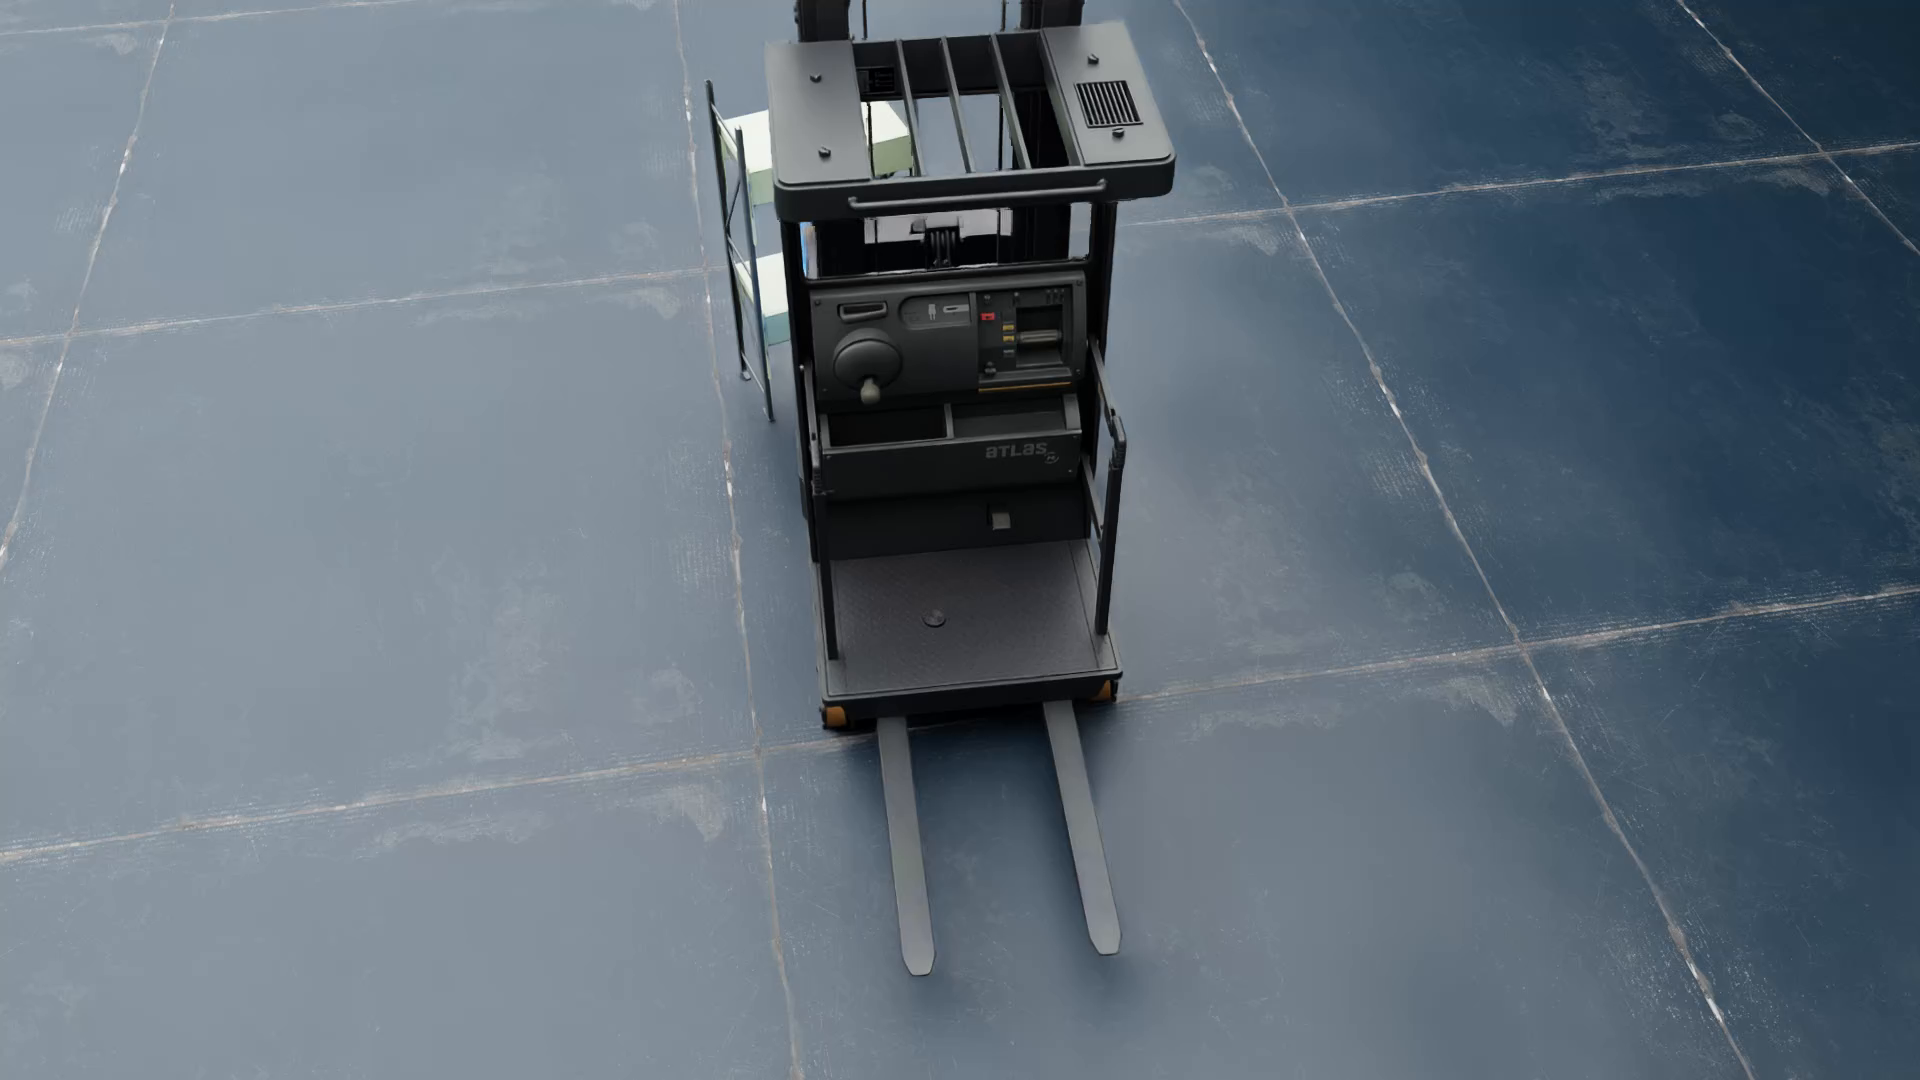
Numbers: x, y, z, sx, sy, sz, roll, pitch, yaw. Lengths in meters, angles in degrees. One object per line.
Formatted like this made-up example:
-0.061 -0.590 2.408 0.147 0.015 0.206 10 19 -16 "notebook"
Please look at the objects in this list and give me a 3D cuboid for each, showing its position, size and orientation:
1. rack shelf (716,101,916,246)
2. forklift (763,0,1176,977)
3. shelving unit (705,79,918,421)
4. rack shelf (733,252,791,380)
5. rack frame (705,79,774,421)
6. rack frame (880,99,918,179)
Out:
-0.593 -1.565 6.867 0.720 0.370 0.431 -18 49 -16 "rack shelf"
-0.005 -0.584 5.471 1.130 2.935 3.031 -5 46 -5 "forklift"
-0.593 -1.294 7.148 0.755 1.500 0.431 -18 49 -16 "shelving unit"
-0.593 -1.068 7.383 0.720 0.370 0.431 -18 49 -16 "rack shelf"
-0.927 -1.186 7.044 0.023 1.500 0.400 -18 49 -16 "rack frame"
-0.259 -1.402 7.252 0.023 1.500 0.400 -18 49 -16 "rack frame"
